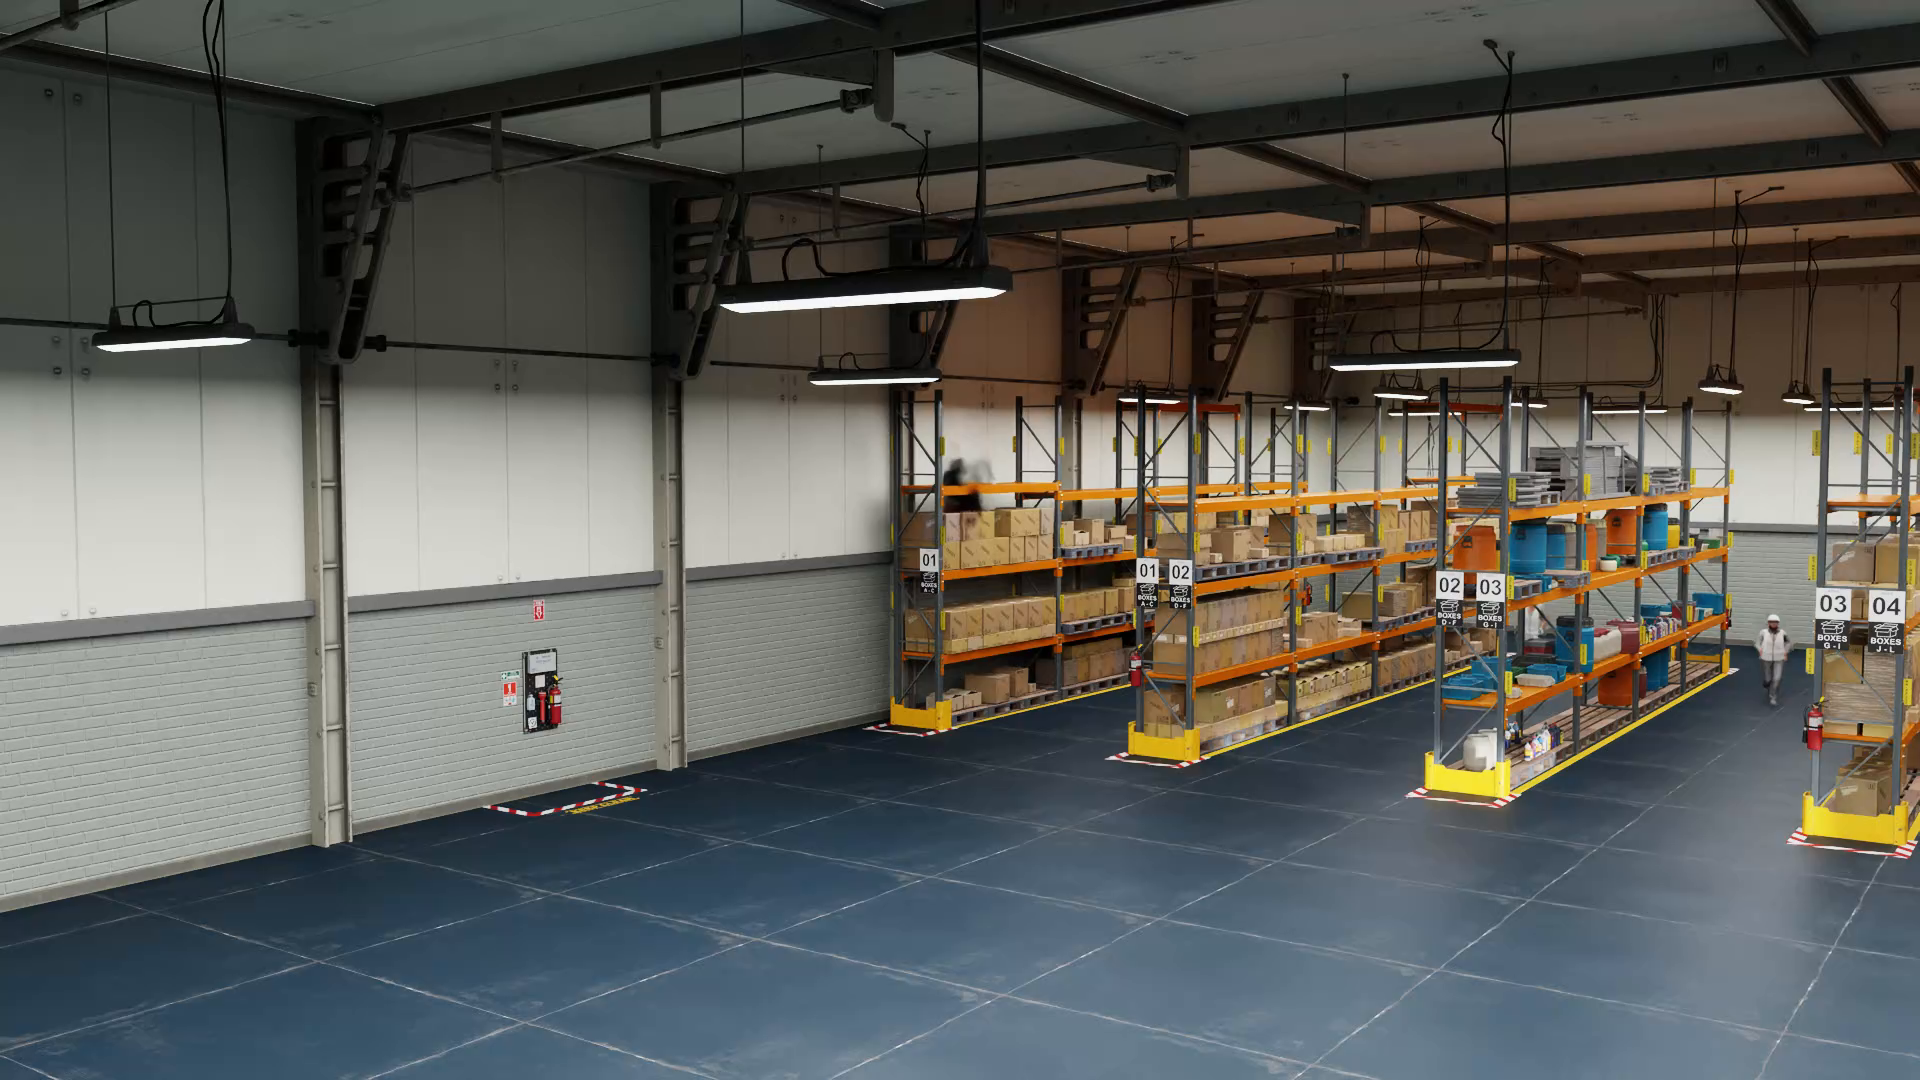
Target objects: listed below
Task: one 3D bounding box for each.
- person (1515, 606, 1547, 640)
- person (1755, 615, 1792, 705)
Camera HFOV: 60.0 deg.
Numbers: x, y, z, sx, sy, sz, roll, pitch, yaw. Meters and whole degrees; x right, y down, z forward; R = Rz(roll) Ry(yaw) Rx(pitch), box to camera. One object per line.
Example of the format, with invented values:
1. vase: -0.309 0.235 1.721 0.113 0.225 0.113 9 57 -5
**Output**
1. person: 12.462 2.092 36.331 0.661 1.749 0.700 1 4 24
2. person: 15.823 2.321 32.371 0.650 1.731 0.738 1 3 23
